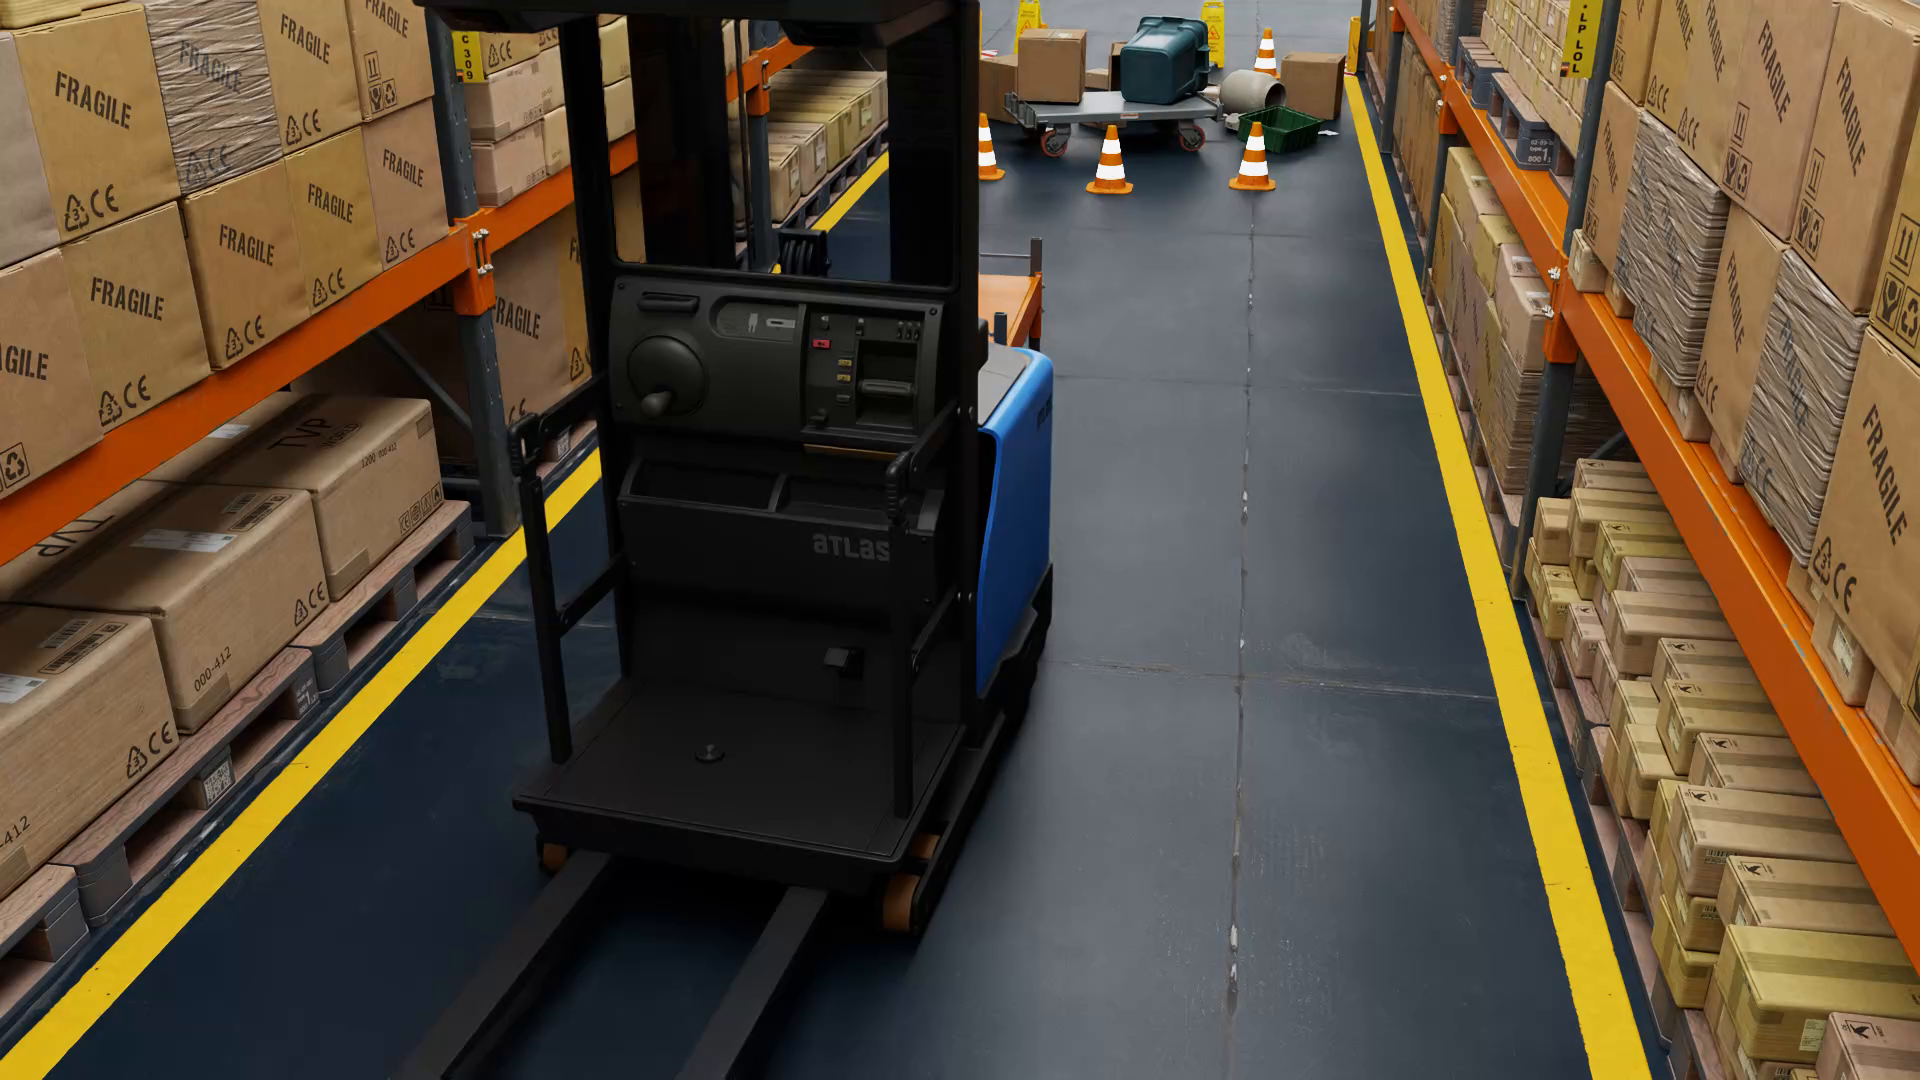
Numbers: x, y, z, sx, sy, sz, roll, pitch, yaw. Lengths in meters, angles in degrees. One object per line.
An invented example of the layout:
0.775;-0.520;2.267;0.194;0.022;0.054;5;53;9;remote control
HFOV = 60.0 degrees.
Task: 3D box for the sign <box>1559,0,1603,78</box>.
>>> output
2.033;-1.676;5.426;0.100;0.325;0.005;4;25;9;sign

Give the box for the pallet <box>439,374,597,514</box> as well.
-2.268;-0.480;7.527;1.003;0.211;1.213;4;25;9;pallet

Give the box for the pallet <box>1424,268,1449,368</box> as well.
3.105;-1.198;9.060;1.003;0.211;1.213;4;25;9;pallet

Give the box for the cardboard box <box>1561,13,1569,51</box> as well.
2.584;-1.972;6.524;0.380;0.149;0.250;4;25;8;cardboard box

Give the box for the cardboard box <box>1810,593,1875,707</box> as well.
1.824;0.201;3.079;0.380;0.149;0.250;5;25;10;cardboard box

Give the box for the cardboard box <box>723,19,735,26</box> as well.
-1.494;-3.026;9.264;0.500;0.250;0.500;4;25;8;cardboard box

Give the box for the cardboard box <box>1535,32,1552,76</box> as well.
2.663;-2.057;7.057;0.380;0.149;0.250;4;25;9;cardboard box

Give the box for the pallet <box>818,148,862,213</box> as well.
-1.335;-2.661;12.185;1.003;0.211;1.213;4;25;9;pallet

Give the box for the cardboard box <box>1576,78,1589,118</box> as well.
2.493;-1.616;6.114;0.380;0.149;0.250;4;25;9;cardboard box

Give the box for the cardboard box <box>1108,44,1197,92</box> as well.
1.708;-4.063;14.677;0.797;0.637;0.503;4;25;9;cardboard box

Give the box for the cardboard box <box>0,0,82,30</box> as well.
-2.347;-1.309;3.946;0.380;0.149;0.250;3;25;7;cardboard box

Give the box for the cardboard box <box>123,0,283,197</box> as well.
-2.289;-1.272;4.631;0.500;0.500;0.500;4;25;9;cardboard box

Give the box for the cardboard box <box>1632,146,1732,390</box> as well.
2.059;-0.689;4.215;0.500;0.500;0.500;3;25;7;cardboard box

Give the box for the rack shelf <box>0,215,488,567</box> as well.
-2.646;-0.253;4.600;1.077;0.370;4.000;4;25;9;rack shelf

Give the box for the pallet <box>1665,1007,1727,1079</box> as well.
2.107;1.452;3.398;1.003;0.211;1.213;4;25;9;pallet

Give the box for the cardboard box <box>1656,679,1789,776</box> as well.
2.039;0.499;4.312;0.380;0.149;0.250;4;25;9;cardboard box

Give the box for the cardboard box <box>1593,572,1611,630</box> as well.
2.249;0.198;5.306;0.380;0.149;0.250;4;25;8;cardboard box

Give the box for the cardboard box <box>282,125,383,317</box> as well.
-2.222;-1.033;5.301;0.500;0.500;0.500;3;25;7;cardboard box

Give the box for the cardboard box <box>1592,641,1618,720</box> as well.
2.179;0.445;5.128;0.380;0.149;0.250;4;25;7;cardboard box

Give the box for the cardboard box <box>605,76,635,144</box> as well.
-1.804;-1.943;7.539;0.500;0.250;0.500;4;25;8;cardboard box

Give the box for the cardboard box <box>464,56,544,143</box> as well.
-1.969;-1.738;6.512;0.500;0.250;0.500;3;25;7;cardboard box

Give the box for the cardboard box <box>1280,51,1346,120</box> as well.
3.129;-4.050;14.809;0.500;0.500;0.500;8;26;18;cardboard box

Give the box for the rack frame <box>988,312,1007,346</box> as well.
-0.084;-0.294;6.051;0.500;1.125;0.032;4;25;9;rack frame

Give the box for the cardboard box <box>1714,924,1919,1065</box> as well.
1.778;0.933;3.385;0.380;0.149;0.250;3;25;7;cardboard box

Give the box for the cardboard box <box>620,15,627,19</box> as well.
-1.745;-2.718;7.722;0.500;0.500;0.500;4;25;8;cardboard box

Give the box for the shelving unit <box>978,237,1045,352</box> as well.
-0.001;-0.507;6.506;0.538;1.125;1.048;4;25;9;shelving unit

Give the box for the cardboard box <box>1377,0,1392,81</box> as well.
4.354;-4.705;15.274;0.875;0.875;0.875;4;25;8;cardboard box

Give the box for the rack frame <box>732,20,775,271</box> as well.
-1.666;-3.088;9.809;1.000;3.000;0.127;4;25;9;rack frame

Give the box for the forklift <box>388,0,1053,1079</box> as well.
-0.555;-0.448;4.250;1.130;2.935;3.031;7;26;14;forklift

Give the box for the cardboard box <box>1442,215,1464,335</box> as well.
2.788;-1.357;8.564;0.500;0.500;0.500;4;25;9;cardboard box

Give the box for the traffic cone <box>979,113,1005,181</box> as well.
0.167;-2.996;12.606;0.336;0.463;0.334;4;25;9;traffic cone

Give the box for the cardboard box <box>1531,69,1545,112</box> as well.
2.660;-1.916;7.105;0.380;0.149;0.250;5;26;11;cardboard box

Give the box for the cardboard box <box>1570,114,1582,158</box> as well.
2.492;-1.479;6.173;0.380;0.149;0.250;4;25;9;cardboard box

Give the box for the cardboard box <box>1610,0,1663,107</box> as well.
2.267;-1.575;4.929;0.500;0.500;0.500;5;25;10;cardboard box

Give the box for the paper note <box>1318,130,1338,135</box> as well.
3.105;-3.460;14.105;0.147;0.020;0.142;-14;29;-27;paper note

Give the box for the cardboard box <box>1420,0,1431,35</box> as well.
3.208;-3.457;10.480;0.500;0.500;0.500;4;25;8;cardboard box

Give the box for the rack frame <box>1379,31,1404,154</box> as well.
3.888;-4.460;12.741;1.000;3.000;0.127;4;25;9;rack frame

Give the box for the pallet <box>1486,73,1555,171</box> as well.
2.951;-1.870;7.433;1.003;0.211;1.213;4;25;9;pallet

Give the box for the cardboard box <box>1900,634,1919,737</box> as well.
1.746;0.173;2.374;0.500;0.500;0.500;5;25;10;cardboard box

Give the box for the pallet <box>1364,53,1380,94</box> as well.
4.488;-4.530;16.180;1.003;0.211;1.213;4;25;9;pallet

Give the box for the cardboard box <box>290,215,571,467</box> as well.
-2.297;-0.908;7.162;0.875;0.875;0.875;5;26;10;cardboard box

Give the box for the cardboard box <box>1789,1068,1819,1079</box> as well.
1.827;1.179;3.210;0.380;0.149;0.250;3;25;7;cardboard box

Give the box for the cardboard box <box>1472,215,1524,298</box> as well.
2.622;-1.277;7.509;0.500;0.250;0.500;3;25;6;cardboard box

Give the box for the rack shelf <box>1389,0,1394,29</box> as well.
4.215;-4.971;14.680;1.077;0.370;4.000;4;25;9;rack shelf

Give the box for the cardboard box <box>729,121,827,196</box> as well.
-1.451;-2.633;11.441;0.950;0.372;0.625;4;25;8;cardboard box

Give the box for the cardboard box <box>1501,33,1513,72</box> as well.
2.832;-2.353;8.039;0.380;0.149;0.250;5;26;11;cardboard box

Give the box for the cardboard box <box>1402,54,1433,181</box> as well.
3.714;-2.963;11.699;1.050;0.750;0.750;4;25;9;cardboard box

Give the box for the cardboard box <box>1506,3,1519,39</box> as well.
2.834;-2.479;7.959;0.380;0.149;0.250;4;25;9;cardboard box

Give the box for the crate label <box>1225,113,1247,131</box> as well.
2.417;-3.554;14.182;0.298;0.136;0.250;-14;29;-27;crate label

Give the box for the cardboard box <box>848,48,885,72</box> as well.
-0.649;-4.274;14.205;0.500;0.500;0.500;5;26;11;cardboard box

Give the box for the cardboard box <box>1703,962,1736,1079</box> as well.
1.905;1.102;3.726;0.380;0.149;0.250;4;25;9;cardboard box

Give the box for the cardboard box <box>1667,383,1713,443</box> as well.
2.044;-0.351;4.257;0.380;0.149;0.250;5;26;11;cardboard box

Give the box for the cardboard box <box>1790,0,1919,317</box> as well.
1.915;-0.713;3.087;0.500;0.500;0.500;5;26;11;cardboard box

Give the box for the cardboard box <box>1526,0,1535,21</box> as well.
2.754;-2.404;7.446;0.380;0.149;0.250;5;26;10;cardboard box

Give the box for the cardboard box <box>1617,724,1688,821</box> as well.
1.965;0.626;4.390;0.380;0.149;0.250;4;25;9;cardboard box

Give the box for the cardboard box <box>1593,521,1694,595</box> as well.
2.224;0.067;5.234;0.380;0.149;0.250;4;25;8;cardboard box

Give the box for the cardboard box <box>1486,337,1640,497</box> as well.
2.453;-0.500;6.732;0.500;0.500;0.500;4;25;8;cardboard box
